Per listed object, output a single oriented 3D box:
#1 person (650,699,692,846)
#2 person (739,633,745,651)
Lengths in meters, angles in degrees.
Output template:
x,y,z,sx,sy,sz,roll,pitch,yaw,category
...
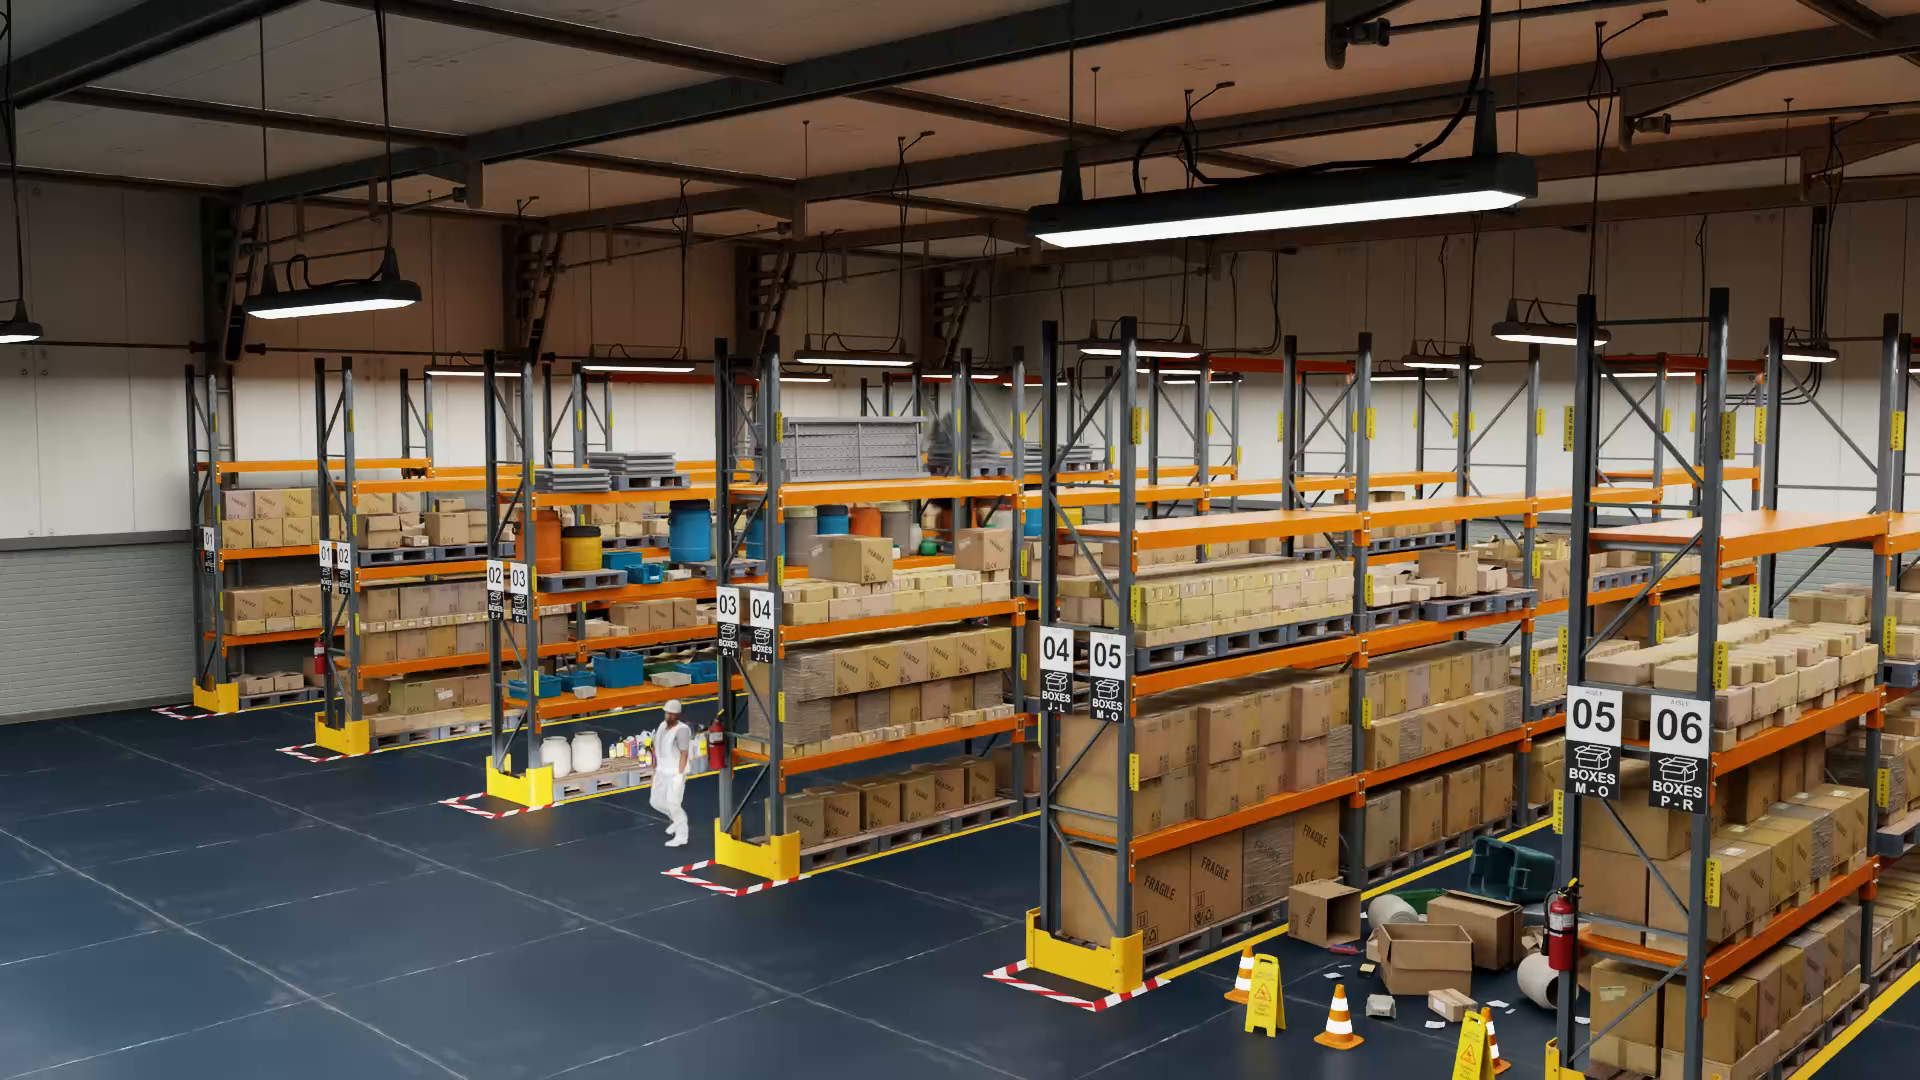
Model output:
x,y,z,sx,sy,sz,roll,pitch,yaw,category
-3.373,2.752,19.767,0.649,1.753,0.515,4,6,44,person
-4.576,1.791,33.482,0.666,1.656,0.745,3,5,31,person
